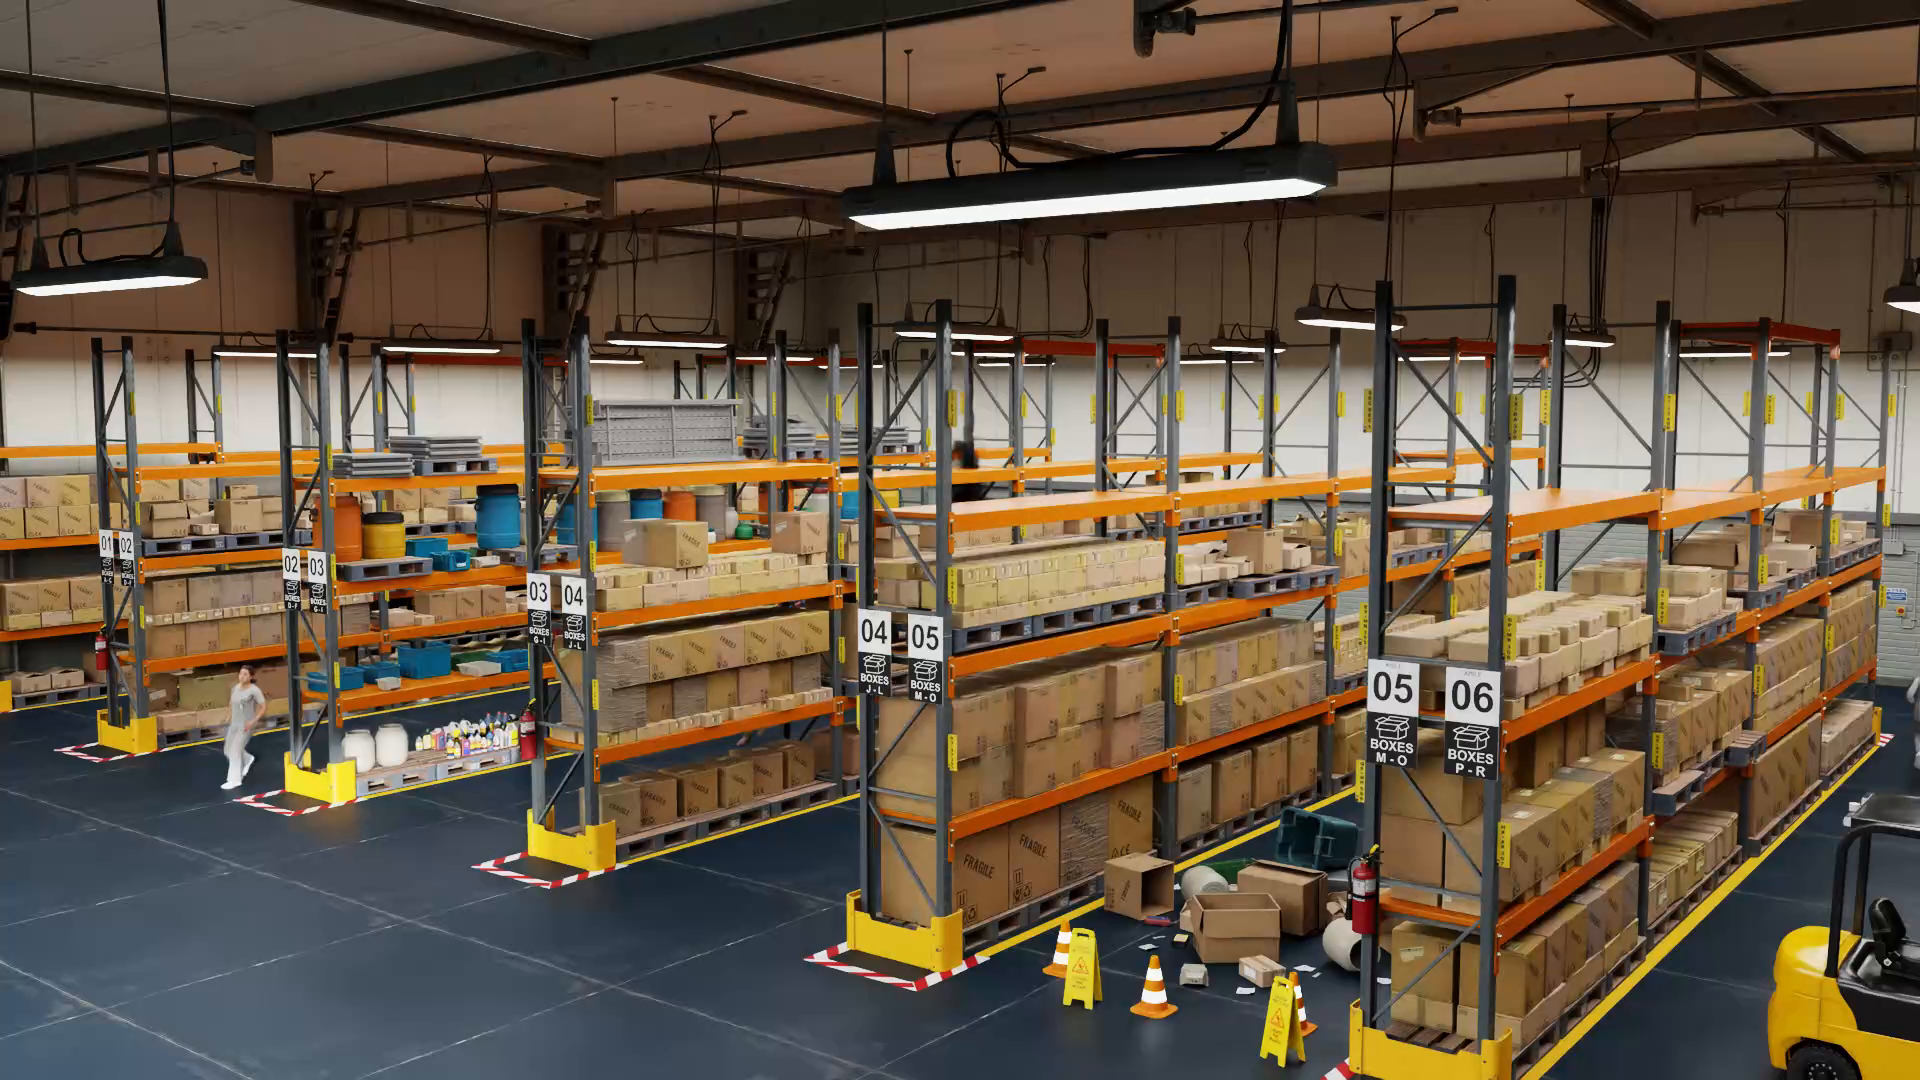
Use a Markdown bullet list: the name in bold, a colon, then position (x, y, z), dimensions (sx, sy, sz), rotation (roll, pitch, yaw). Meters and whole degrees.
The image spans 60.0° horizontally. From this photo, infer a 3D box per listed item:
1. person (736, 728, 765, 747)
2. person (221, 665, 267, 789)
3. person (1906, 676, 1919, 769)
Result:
- **person**: position (-2.927, 2.073, 23.437), dimensions (0.579, 1.575, 0.784), rotation (3, 6, 27)
- **person**: position (-9.411, 2.445, 21.978), dimensions (0.611, 1.624, 0.607), rotation (1, 5, 16)
- **person**: position (13.279, 2.397, 22.820), dimensions (0.526, 1.556, 0.536), rotation (3, 6, 31)
